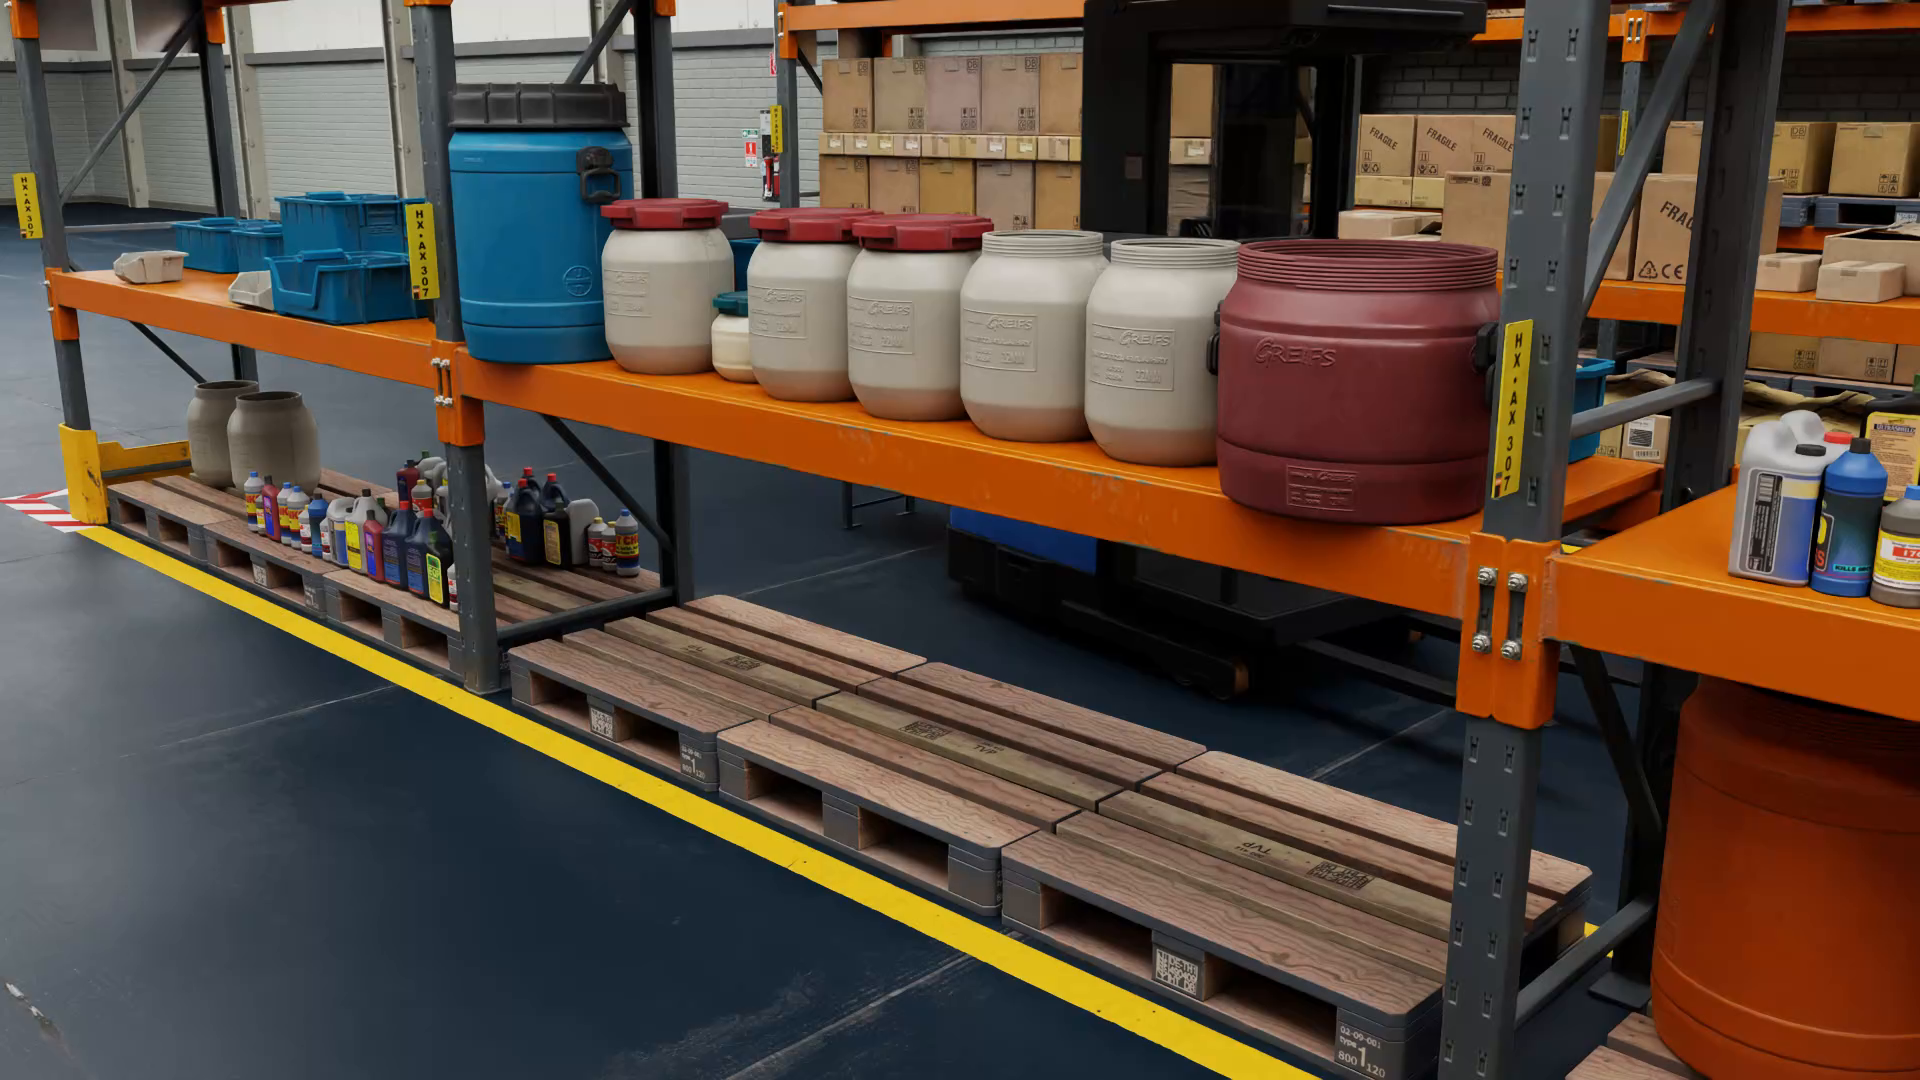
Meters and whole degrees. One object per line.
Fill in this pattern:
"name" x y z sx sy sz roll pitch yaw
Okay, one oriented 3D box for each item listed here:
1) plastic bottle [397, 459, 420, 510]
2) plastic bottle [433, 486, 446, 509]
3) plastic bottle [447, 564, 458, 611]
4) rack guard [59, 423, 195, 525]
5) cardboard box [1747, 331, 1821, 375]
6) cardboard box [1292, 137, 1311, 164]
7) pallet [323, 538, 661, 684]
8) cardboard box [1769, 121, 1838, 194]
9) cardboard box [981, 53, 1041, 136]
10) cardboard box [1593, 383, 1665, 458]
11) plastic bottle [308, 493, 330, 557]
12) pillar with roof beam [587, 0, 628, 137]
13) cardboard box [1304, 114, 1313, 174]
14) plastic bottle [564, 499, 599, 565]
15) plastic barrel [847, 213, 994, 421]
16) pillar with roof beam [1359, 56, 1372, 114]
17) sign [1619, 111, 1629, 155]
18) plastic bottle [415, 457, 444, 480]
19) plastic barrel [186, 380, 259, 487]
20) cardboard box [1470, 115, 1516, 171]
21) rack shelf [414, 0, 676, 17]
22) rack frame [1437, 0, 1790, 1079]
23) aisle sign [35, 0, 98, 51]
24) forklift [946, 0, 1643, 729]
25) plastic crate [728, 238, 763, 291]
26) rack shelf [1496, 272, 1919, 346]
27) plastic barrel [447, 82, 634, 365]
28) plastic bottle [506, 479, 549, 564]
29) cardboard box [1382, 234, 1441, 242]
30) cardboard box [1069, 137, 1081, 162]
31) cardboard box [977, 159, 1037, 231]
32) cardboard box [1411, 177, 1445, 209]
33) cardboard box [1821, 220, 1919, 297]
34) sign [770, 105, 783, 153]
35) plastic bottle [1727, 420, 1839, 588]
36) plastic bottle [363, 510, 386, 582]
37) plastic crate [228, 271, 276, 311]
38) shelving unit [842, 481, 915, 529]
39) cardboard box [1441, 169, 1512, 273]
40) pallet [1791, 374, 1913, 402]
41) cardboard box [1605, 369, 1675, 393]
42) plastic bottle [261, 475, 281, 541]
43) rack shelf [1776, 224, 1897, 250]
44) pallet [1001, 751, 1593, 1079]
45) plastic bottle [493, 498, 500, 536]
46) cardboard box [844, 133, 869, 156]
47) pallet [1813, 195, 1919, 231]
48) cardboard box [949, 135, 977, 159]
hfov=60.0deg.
"plastic bottle" -2.640 -0.253 7.969 0.133 0.283 0.061 14 20 42
"plastic bottle" -2.397 -0.151 7.738 0.097 0.201 0.097 0 15 0
"plastic bottle" -1.954 0.169 6.510 0.097 0.201 0.097 0 15 0
"rack guard" -4.268 -0.451 9.170 0.348 0.500 1.175 14 20 42
"cardboard box" 6.349 -1.559 12.552 0.500 0.500 0.700 13 20 41
"cardboard box" 1.906 -2.308 9.855 0.250 0.149 0.380 14 20 42
"pallet" -1.931 0.259 7.018 1.213 0.211 1.003 14 20 42
"cardboard box" 6.140 -2.830 12.273 0.700 0.500 0.500 -12 19 -39
"cardboard box" 0.557 -2.879 10.763 0.500 0.500 0.700 14 20 42
"cardboard box" 3.197 -0.621 8.374 0.500 0.311 0.500 -14 20 -43
"plastic bottle" -2.802 -0.071 7.293 0.097 0.271 0.097 0 15 0
"pillar with roof beam" -8.001 -7.719 20.211 0.400 9.000 9.100 14 20 42
"cardboard box" 3.005 -3.537 14.827 0.500 0.500 0.500 14 20 42
"plastic bottle" -1.653 -0.047 7.191 0.152 0.276 0.135 -14 20 -42
"plastic barrel" -0.100 -0.619 4.590 0.433 0.535 0.433 0 15 0
"pillar with roof beam" 0.637 -5.619 12.151 0.400 9.000 9.100 14 20 42
"sign" 5.029 -3.082 12.595 0.005 0.325 0.100 14 20 42
"plastic bottle" -2.567 -0.269 8.044 0.135 0.276 0.152 14 20 43
"plastic barrel" -3.829 -0.563 8.745 0.421 0.512 0.421 0 15 0
"cardboard box" 4.482 -3.176 13.443 0.500 0.500 0.500 14 20 42
"rack shelf" -0.036 -1.718 4.555 4.000 0.370 1.077 14 20 42
"rack frame" 1.403 -0.265 3.499 0.127 3.000 1.000 14 20 42
"aisle sign" -4.611 -2.882 8.389 0.004 0.787 0.394 14 20 42
"forklift" 1.223 -0.966 6.325 1.130 2.935 3.031 -11 18 -35
"plastic crate" -0.466 -0.821 5.664 0.575 0.384 0.392 14 20 42
"rack shelf" 3.404 -1.165 8.381 4.000 0.370 1.077 14 20 42
"plastic barrel" -1.408 -1.085 5.652 0.708 0.901 0.600 14 20 42
"plastic bottle" -1.869 -0.086 7.195 0.185 0.351 0.144 14 20 42
"cardboard box" 2.461 -1.550 8.928 0.250 0.149 0.380 14 20 42
"cardboard box" 0.889 -2.413 10.258 0.250 0.149 0.380 14 20 42
"cardboard box" 0.529 -2.257 10.948 0.700 0.500 0.500 -14 20 -43
"cardboard box" 4.123 -2.902 13.878 0.500 0.250 0.500 14 20 42
"cardboard box" 4.335 -1.312 7.694 0.500 0.311 0.500 13 20 42
"sign" -1.304 -2.921 11.819 0.005 0.325 0.100 14 20 42
"plastic bottle" 1.490 -0.070 2.999 0.135 0.276 0.152 14 20 42
"plastic bottle" -2.424 0.022 6.914 0.061 0.283 0.133 -13 19 -41
"plastic crate" -2.821 -1.075 7.133 0.437 0.136 0.530 14 20 42
"shelving unit" -0.061 -0.741 8.300 1.048 1.500 0.538 14 20 42
"cardboard box" 2.885 -1.682 8.740 0.500 0.500 0.500 -13 19 -40
"pallet" 6.844 -1.064 12.098 1.213 0.211 1.003 14 20 42
"cardboard box" 3.551 -0.722 8.763 0.500 0.311 0.500 13 20 42
"plastic bottle" -3.117 -0.147 7.560 0.133 0.283 0.061 14 20 43
"rack shelf" 6.840 -2.065 11.835 4.000 0.370 1.077 14 20 42
"pallet" 0.873 0.942 4.398 1.213 0.211 1.003 14 20 42
"plastic bottle" -2.093 -0.127 7.648 0.097 0.201 0.097 0 15 0
"cardboard box" -0.590 -2.772 11.637 0.250 0.149 0.380 13 19 41
"pallet" 6.826 -2.309 11.726 1.213 0.211 1.003 14 20 42
"cardboard box" 0.147 -2.593 10.949 0.250 0.149 0.380 13 20 41
